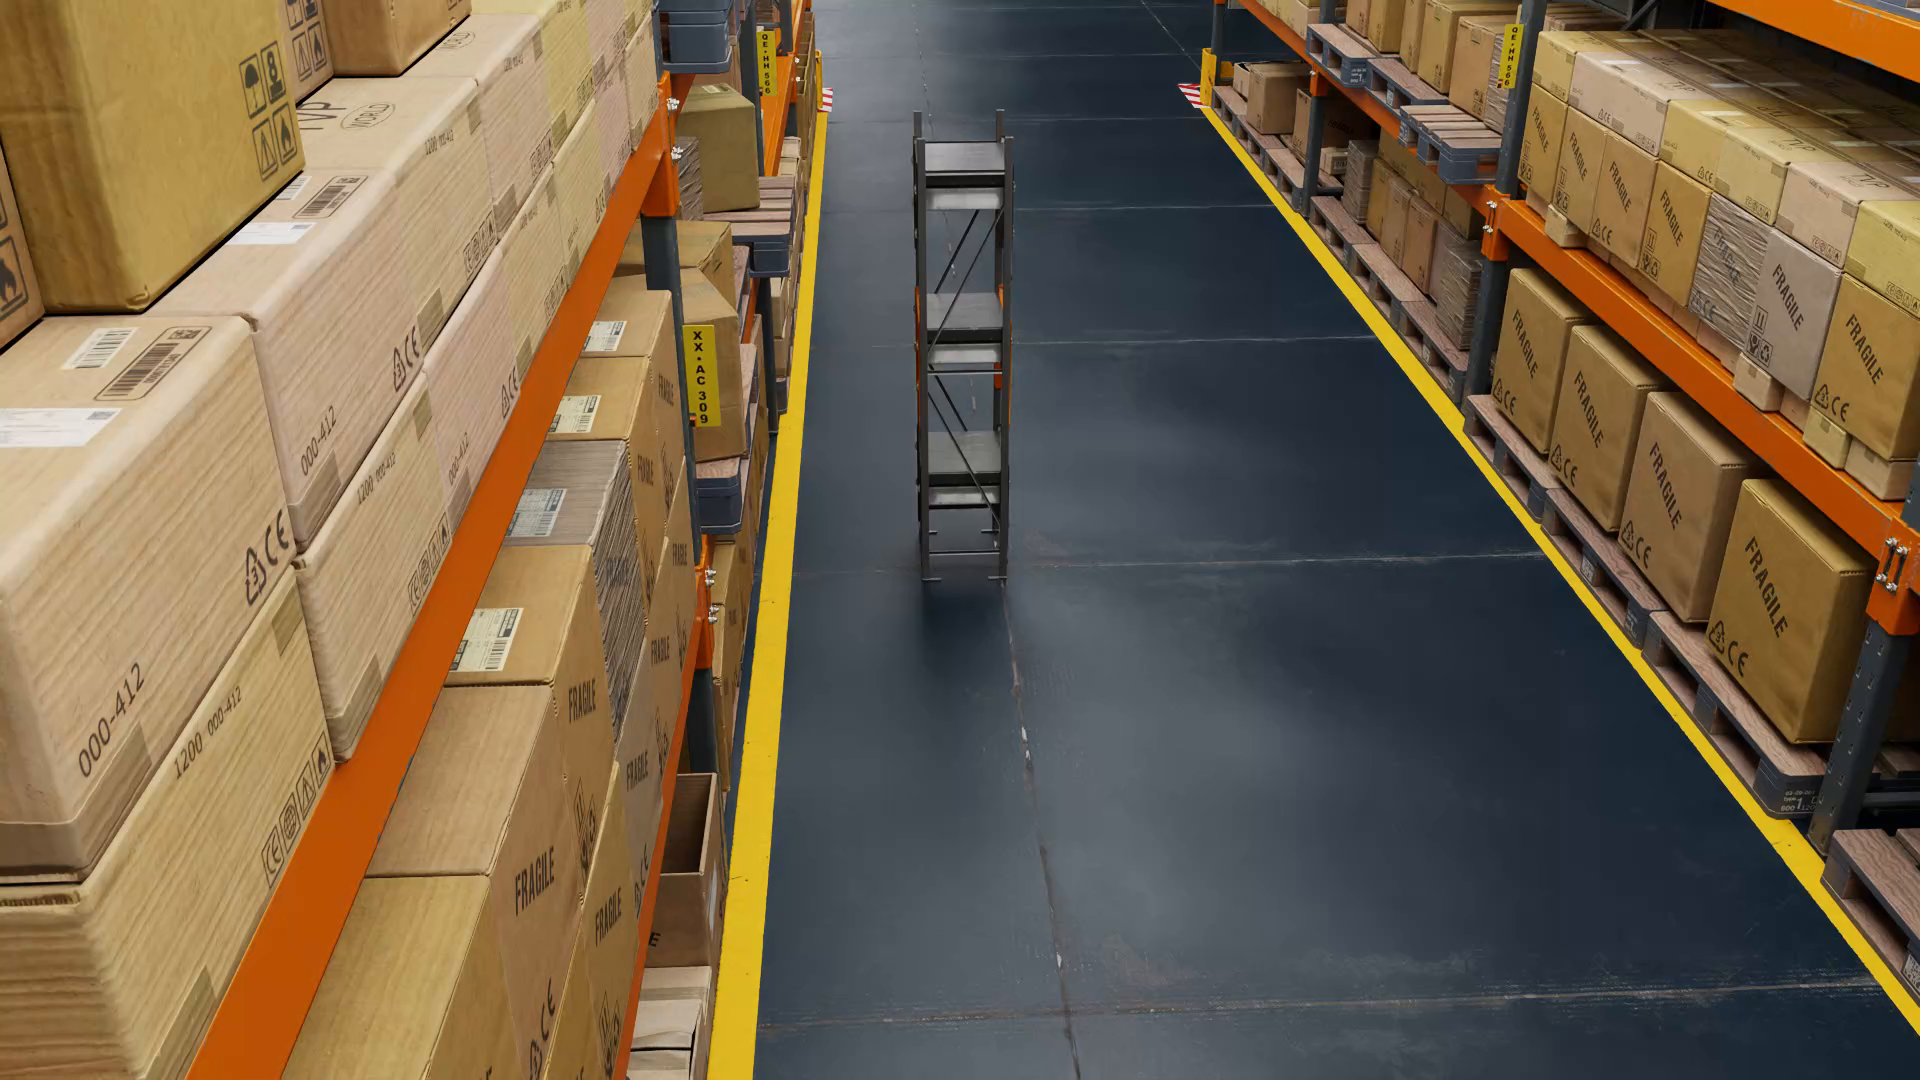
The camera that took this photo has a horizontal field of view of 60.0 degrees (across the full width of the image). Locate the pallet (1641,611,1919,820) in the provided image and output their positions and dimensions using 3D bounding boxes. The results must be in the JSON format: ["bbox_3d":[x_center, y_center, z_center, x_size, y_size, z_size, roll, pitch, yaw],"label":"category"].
[{"bbox_3d":[3.508,0.669,6.740,1.003,0.211,1.213,-1,28,-3],"label":"pallet"}]

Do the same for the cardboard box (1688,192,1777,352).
[{"bbox_3d":[3.294,-1.073,6.612,0.500,0.500,0.500,-1,28,-3],"label":"cardboard box"}]

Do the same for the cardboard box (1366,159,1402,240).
[{"bbox_3d":[3.338,-2.418,11.869,0.700,0.500,0.500,-2,28,-4],"label":"cardboard box"}]

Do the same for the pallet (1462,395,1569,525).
[{"bbox_3d":[3.381,-0.458,8.900,1.003,0.211,1.213,-1,28,-3],"label":"pallet"}]

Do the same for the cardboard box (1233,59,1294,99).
[{"bbox_3d":[2.944,-4.436,15.944,0.500,0.311,0.500,-4,28,-8],"label":"cardboard box"}]

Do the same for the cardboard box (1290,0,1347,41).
[{"bbox_3d":[2.879,-4.062,12.934,0.500,0.250,0.500,-1,28,-3],"label":"cardboard box"}]

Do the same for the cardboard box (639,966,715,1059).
[{"bbox_3d":[-0.930,1.405,4.919,0.380,0.149,0.250,-1,28,-3],"label":"cardboard box"}]

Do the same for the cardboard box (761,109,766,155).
[{"bbox_3d":[-1.385,-2.317,9.546,0.500,0.311,0.500,-2,28,-3],"label":"cardboard box"}]

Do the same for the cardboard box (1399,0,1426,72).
[{"bbox_3d":[3.286,-3.350,10.845,0.700,0.500,0.500,2,28,4],"label":"cardboard box"}]

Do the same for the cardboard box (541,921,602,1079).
[{"bbox_3d":[-0.929,1.030,2.924,0.500,0.500,0.500,-1,28,-3],"label":"cardboard box"}]

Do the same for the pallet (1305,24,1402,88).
[{"bbox_3d":[3.101,-3.466,11.860,1.003,0.211,1.213,-1,28,-3],"label":"pallet"}]

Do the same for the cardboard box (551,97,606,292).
[{"bbox_3d":[-0.982,-0.675,3.220,0.500,0.250,0.500,-1,28,-3],"label":"cardboard box"}]

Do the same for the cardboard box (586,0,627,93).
[{"bbox_3d":[-1.003,-1.128,3.547,0.500,0.250,0.500,-1,28,-3],"label":"cardboard box"}]

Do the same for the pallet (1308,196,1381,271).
[{"bbox_3d":[3.248,-2.312,12.454,1.003,0.211,1.213,-1,28,-3],"label":"pallet"}]

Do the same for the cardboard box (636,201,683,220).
[{"bbox_3d":[-1.477,-1.137,6.624,0.700,0.500,0.500,-8,29,-16],"label":"cardboard box"}]

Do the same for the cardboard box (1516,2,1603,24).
[{"bbox_3d":[3.336,-2.894,9.270,0.380,0.149,0.250,-6,28,-11],"label":"cardboard box"}]

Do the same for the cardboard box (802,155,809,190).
[{"bbox_3d":[-1.462,-2.975,13.229,0.500,0.250,0.500,-1,28,-3],"label":"cardboard box"}]

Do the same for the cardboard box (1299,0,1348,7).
[{"bbox_3d":[2.873,-4.393,12.760,0.500,0.500,0.500,-1,28,-3],"label":"cardboard box"}]

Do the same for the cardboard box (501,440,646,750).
[{"bbox_3d":[-0.982,0.117,3.593,0.500,0.500,0.500,-1,28,-2],"label":"cardboard box"}]

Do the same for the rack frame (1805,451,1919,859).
[{"bbox_3d":[3.624,-0.213,5.415,1.000,3.000,0.127,-1,28,-3],"label":"rack frame"}]

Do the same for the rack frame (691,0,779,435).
[{"bbox_3d":[-1.532,-1.939,8.724,1.000,3.000,0.127,-1,28,-3],"label":"rack frame"}]

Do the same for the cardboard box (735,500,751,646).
[{"bbox_3d":[-1.162,0.115,7.013,0.500,0.500,0.500,-1,28,-2],"label":"cardboard box"}]

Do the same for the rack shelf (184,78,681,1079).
[{"bbox_3d":[-1.218,-0.179,2.884,1.077,0.370,4.000,-1,28,-3],"label":"rack shelf"}]

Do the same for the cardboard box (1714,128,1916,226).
[{"bbox_3d":[3.300,-1.412,6.452,0.500,0.250,0.500,-1,28,-2],"label":"cardboard box"}]

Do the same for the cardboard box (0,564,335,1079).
[{"bbox_3d":[-0.887,0.248,1.448,0.500,0.250,0.500,-1,28,-3],"label":"cardboard box"}]

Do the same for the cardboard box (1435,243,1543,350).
[{"bbox_3d":[3.325,-1.478,10.068,0.700,0.500,0.500,-1,28,-2],"label":"cardboard box"}]

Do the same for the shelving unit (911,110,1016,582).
[{"bbox_3d":[0.009,-0.855,7.618,0.431,2.100,0.503,-1,28,-3],"label":"shelving unit"}]

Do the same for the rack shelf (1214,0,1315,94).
[{"bbox_3d":[3.102,-4.512,14.436,1.077,0.370,4.000,-1,28,-3],"label":"rack shelf"}]

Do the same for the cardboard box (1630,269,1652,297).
[{"bbox_3d":[3.296,-1.207,7.570,0.380,0.149,0.250,-1,28,-2],"label":"cardboard box"}]

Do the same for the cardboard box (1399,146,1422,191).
[{"bbox_3d":[3.319,-2.544,11.300,0.500,0.250,0.500,-2,28,-4],"label":"cardboard box"}]

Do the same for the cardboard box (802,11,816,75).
[{"bbox_3d":[-1.624,-4.693,15.712,0.500,0.500,0.500,-1,28,-3],"label":"cardboard box"}]

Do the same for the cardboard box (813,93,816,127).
[{"bbox_3d":[-1.560,-3.899,15.001,0.500,0.250,0.500,-1,28,-3],"label":"cardboard box"}]

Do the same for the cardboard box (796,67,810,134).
[{"bbox_3d":[-1.486,-3.538,13.499,0.500,0.500,0.500,-1,28,-3],"label":"cardboard box"}]

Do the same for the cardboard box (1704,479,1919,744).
[{"bbox_3d":[3.460,0.257,6.385,0.750,0.750,0.750,-1,28,-2],"label":"cardboard box"}]

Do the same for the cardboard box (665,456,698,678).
[{"bbox_3d":[-1.040,0.088,4.729,0.500,0.500,0.500,-1,28,-2],"label":"cardboard box"}]

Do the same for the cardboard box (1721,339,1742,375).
[{"bbox_3d":[3.299,-0.732,6.659,0.380,0.149,0.250,-1,28,-3],"label":"cardboard box"}]

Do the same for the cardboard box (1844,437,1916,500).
[{"bbox_3d":[3.324,-0.260,5.755,0.380,0.149,0.250,-1,28,-2],"label":"cardboard box"}]

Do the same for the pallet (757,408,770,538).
[{"bbox_3d":[-1.530,-0.357,8.706,1.003,0.211,1.213,-1,28,-3],"label":"pallet"}]

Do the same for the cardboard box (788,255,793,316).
[{"bbox_3d":[-1.326,-1.627,10.646,0.500,0.250,0.500,-2,28,-4],"label":"cardboard box"}]

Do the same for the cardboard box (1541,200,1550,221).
[{"bbox_3d":[3.205,-1.684,8.485,0.380,0.149,0.250,-1,28,-2],"label":"cardboard box"}]

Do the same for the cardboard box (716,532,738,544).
[{"bbox_3d":[-1.157,-0.202,6.811,0.500,0.250,0.500,-1,28,-3],"label":"cardboard box"}]

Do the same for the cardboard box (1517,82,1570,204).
[{"bbox_3d":[3.185,-2.015,8.418,0.500,0.500,0.500,-1,28,-1],"label":"cardboard box"}]

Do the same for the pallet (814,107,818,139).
[{"bbox_3d":[-1.868,-4.045,15.777,1.003,0.211,1.213,-1,28,-3],"label":"pallet"}]

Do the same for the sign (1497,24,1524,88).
[{"bbox_3d":[2.874,-2.521,8.674,0.100,0.325,0.005,-1,28,-3],"label":"sign"}]

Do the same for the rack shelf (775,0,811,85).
[{"bbox_3d":[-1.845,-4.391,14.203,1.077,0.370,4.000,-1,28,-3],"label":"rack shelf"}]

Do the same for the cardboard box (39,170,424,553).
[{"bbox_3d":[-0.900,-0.204,1.776,0.500,0.250,0.500,-1,28,-3],"label":"cardboard box"}]

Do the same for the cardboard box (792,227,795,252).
[{"bbox_3d":[-1.353,-2.119,10.982,0.500,0.311,0.500,-2,28,-3],"label":"cardboard box"}]

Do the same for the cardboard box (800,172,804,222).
[{"bbox_3d":[-1.429,-2.569,12.451,0.500,0.250,0.500,-2,28,-3],"label":"cardboard box"}]

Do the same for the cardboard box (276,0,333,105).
[{"bbox_3d":[-1.232,-0.760,2.031,0.700,0.500,0.500,-1,28,-3],"label":"cardboard box"}]

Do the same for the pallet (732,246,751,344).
[{"bbox_3d":[-1.425,-0.956,7.047,1.003,0.211,1.213,-1,28,-3],"label":"pallet"}]

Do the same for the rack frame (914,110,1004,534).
[{"bbox_3d":[-0.004,-0.967,7.834,0.400,2.100,0.015,-1,28,-3],"label":"rack frame"}]
